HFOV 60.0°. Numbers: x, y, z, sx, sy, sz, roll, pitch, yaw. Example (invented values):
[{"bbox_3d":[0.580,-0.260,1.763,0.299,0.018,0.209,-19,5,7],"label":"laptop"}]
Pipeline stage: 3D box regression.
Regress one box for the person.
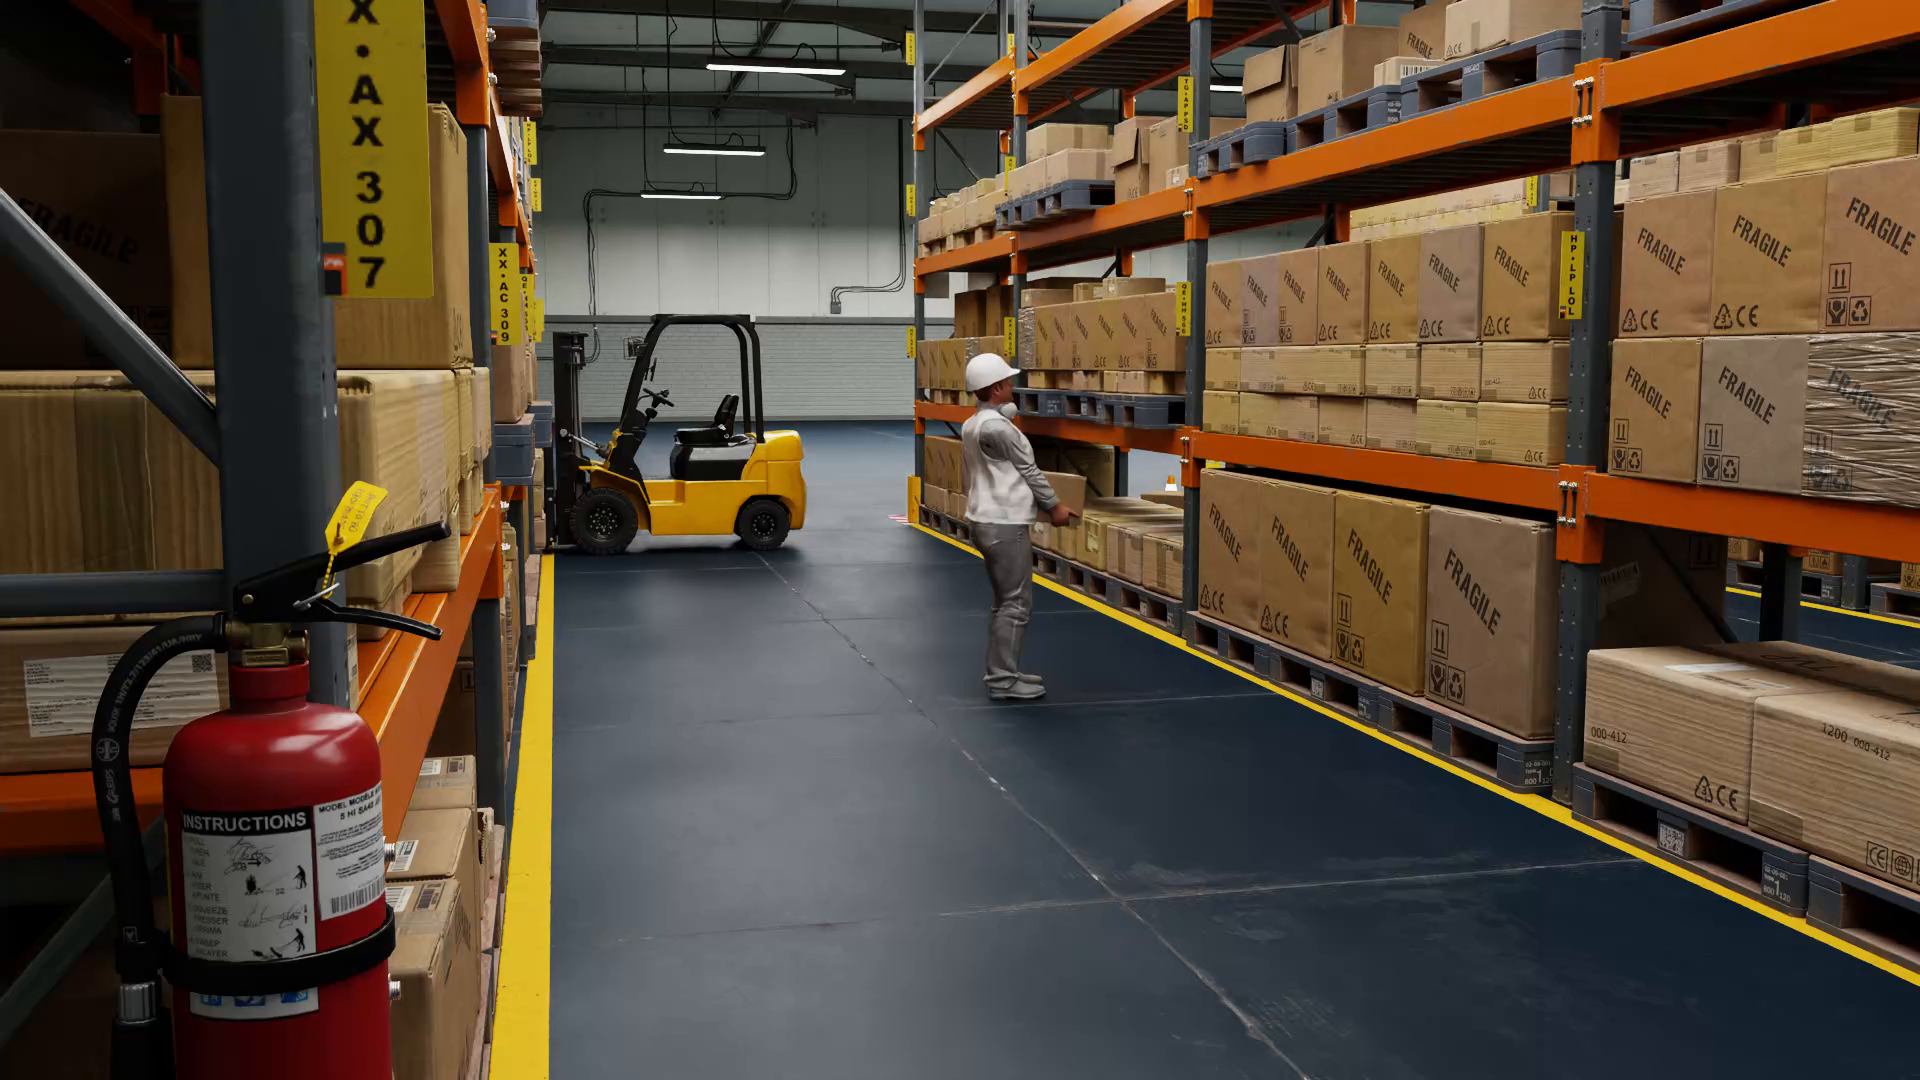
[{"bbox_3d":[0.304,-0.079,8.610,0.565,1.762,0.494,-1,6,-13],"label":"person"}]
